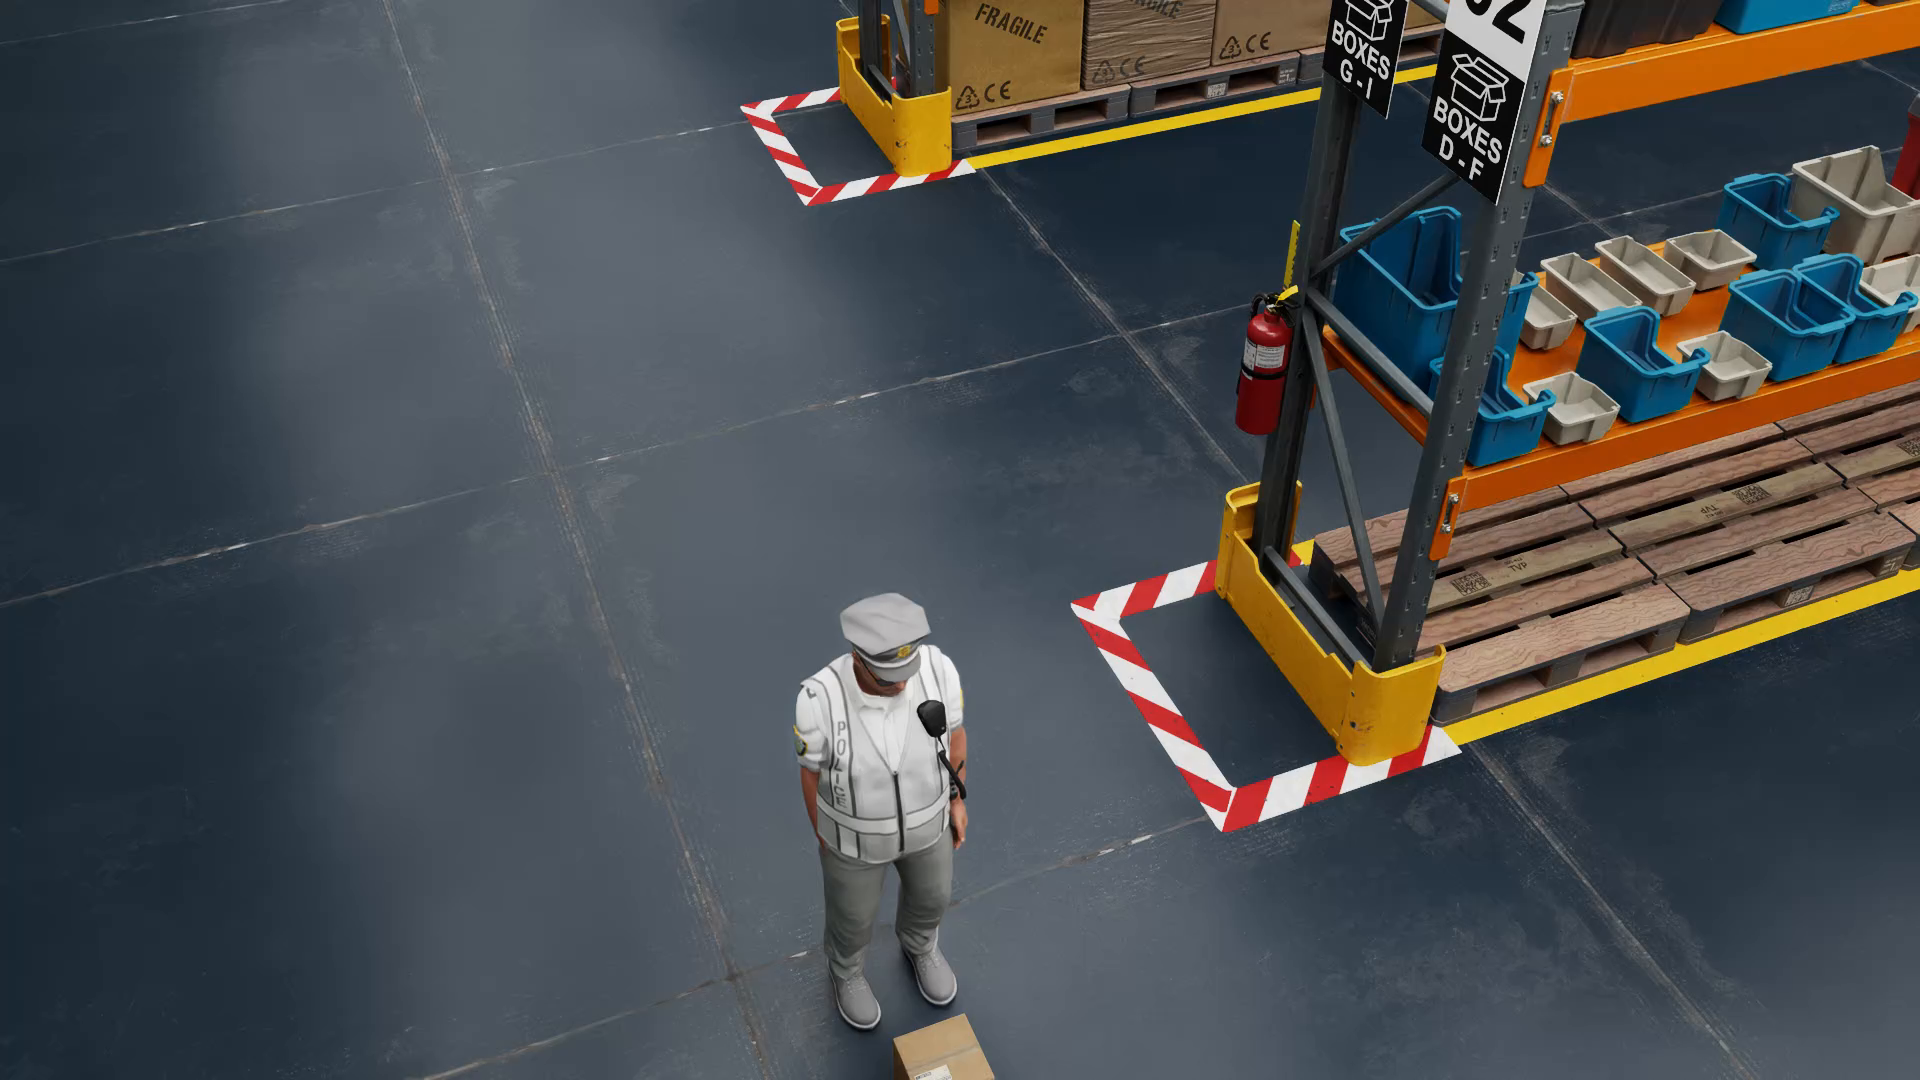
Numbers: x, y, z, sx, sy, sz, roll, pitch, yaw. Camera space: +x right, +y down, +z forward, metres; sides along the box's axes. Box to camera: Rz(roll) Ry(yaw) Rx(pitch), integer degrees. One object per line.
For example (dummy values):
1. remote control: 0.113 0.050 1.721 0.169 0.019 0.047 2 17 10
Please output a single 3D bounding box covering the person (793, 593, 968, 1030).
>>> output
1. person: -0.218 0.863 5.189 0.529 1.742 0.392 -14 43 -16
